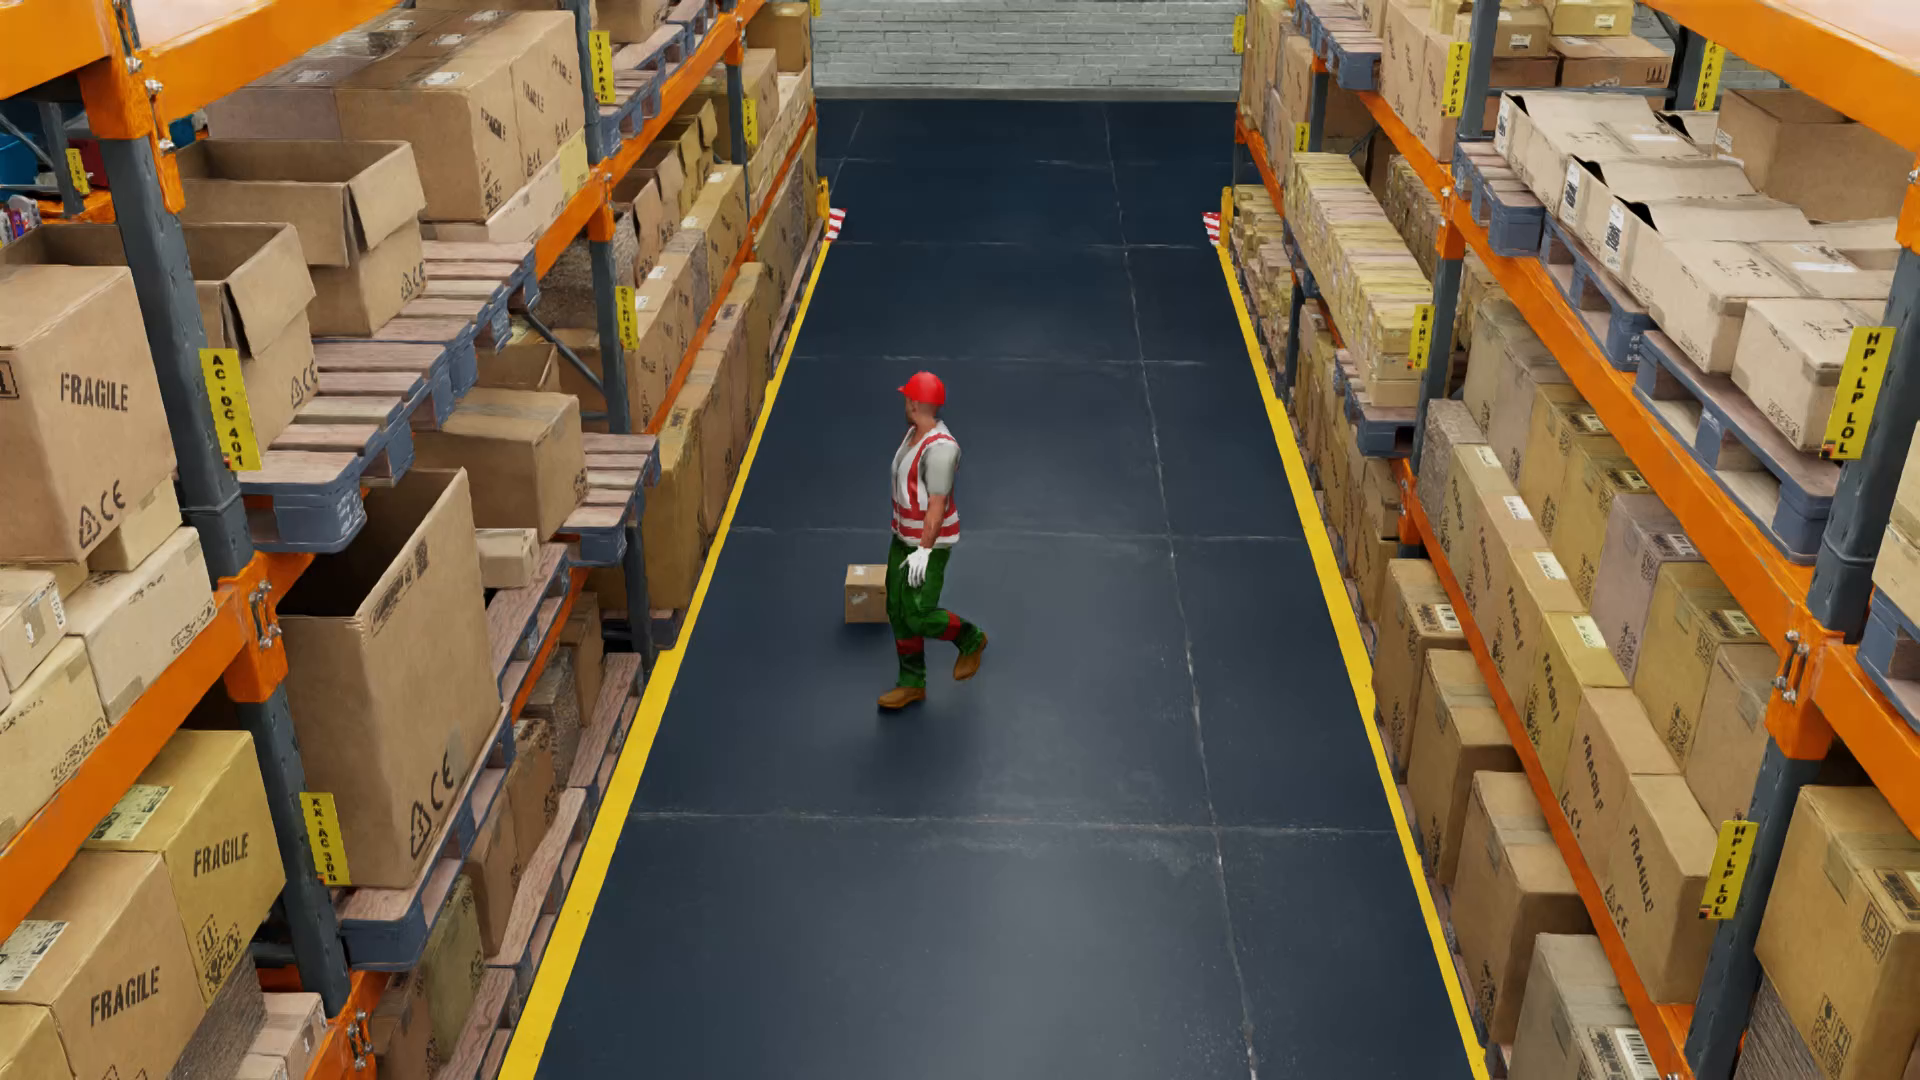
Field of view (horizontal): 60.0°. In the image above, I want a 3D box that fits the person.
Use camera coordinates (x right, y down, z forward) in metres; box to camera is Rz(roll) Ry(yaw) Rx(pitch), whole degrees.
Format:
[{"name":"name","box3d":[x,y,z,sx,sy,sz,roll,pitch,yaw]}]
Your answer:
[{"name":"person","box3d":[-0.216,-0.006,8.663,0.669,1.744,0.600,-13,30,-23]}]
